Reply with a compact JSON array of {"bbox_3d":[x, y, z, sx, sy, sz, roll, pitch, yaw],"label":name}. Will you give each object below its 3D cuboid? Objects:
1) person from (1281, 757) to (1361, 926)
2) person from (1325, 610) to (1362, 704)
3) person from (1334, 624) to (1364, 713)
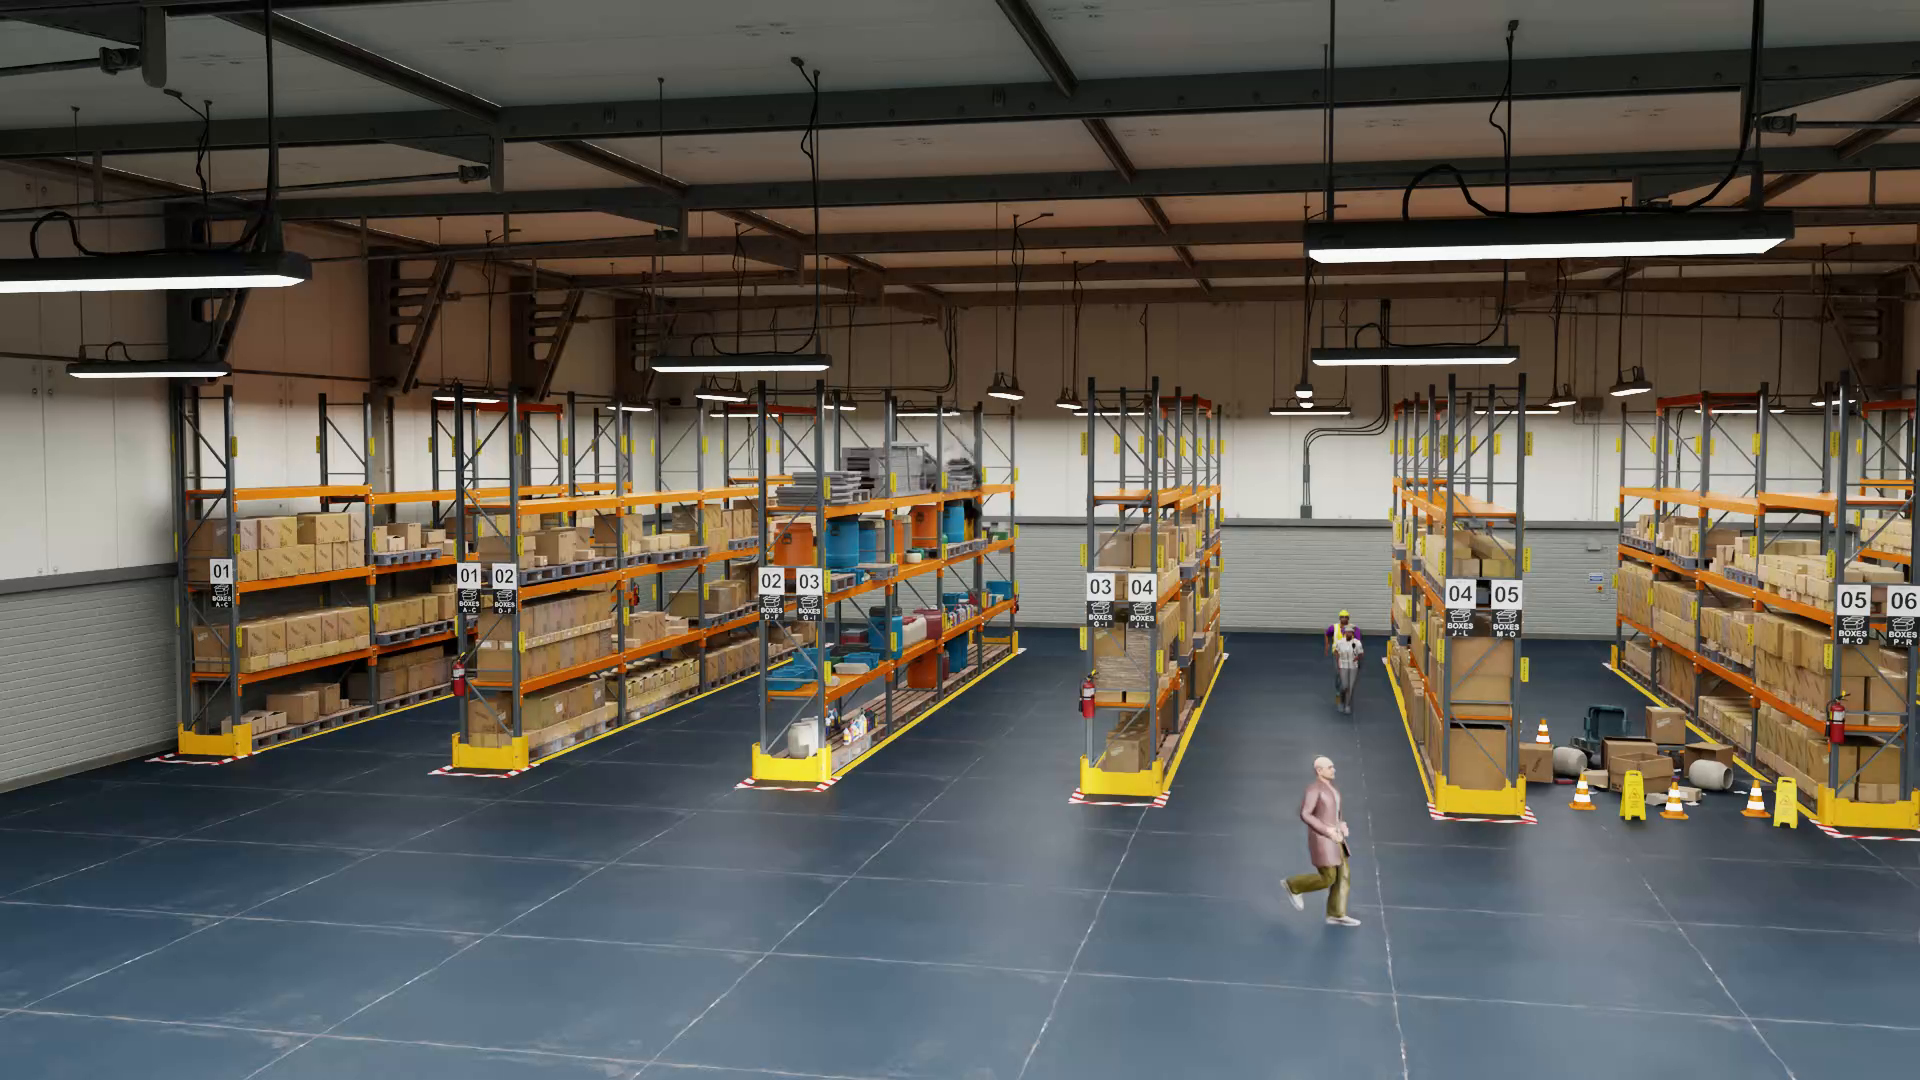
[{"bbox_3d":[3.830,3.121,17.432,0.792,1.696,0.726,2,4,36],"label":"person"},{"bbox_3d":[7.527,2.274,32.649,0.682,1.803,0.879,0,3,8],"label":"person"},{"bbox_3d":[7.300,2.419,31.197,0.554,1.685,0.631,1,3,13],"label":"person"}]
